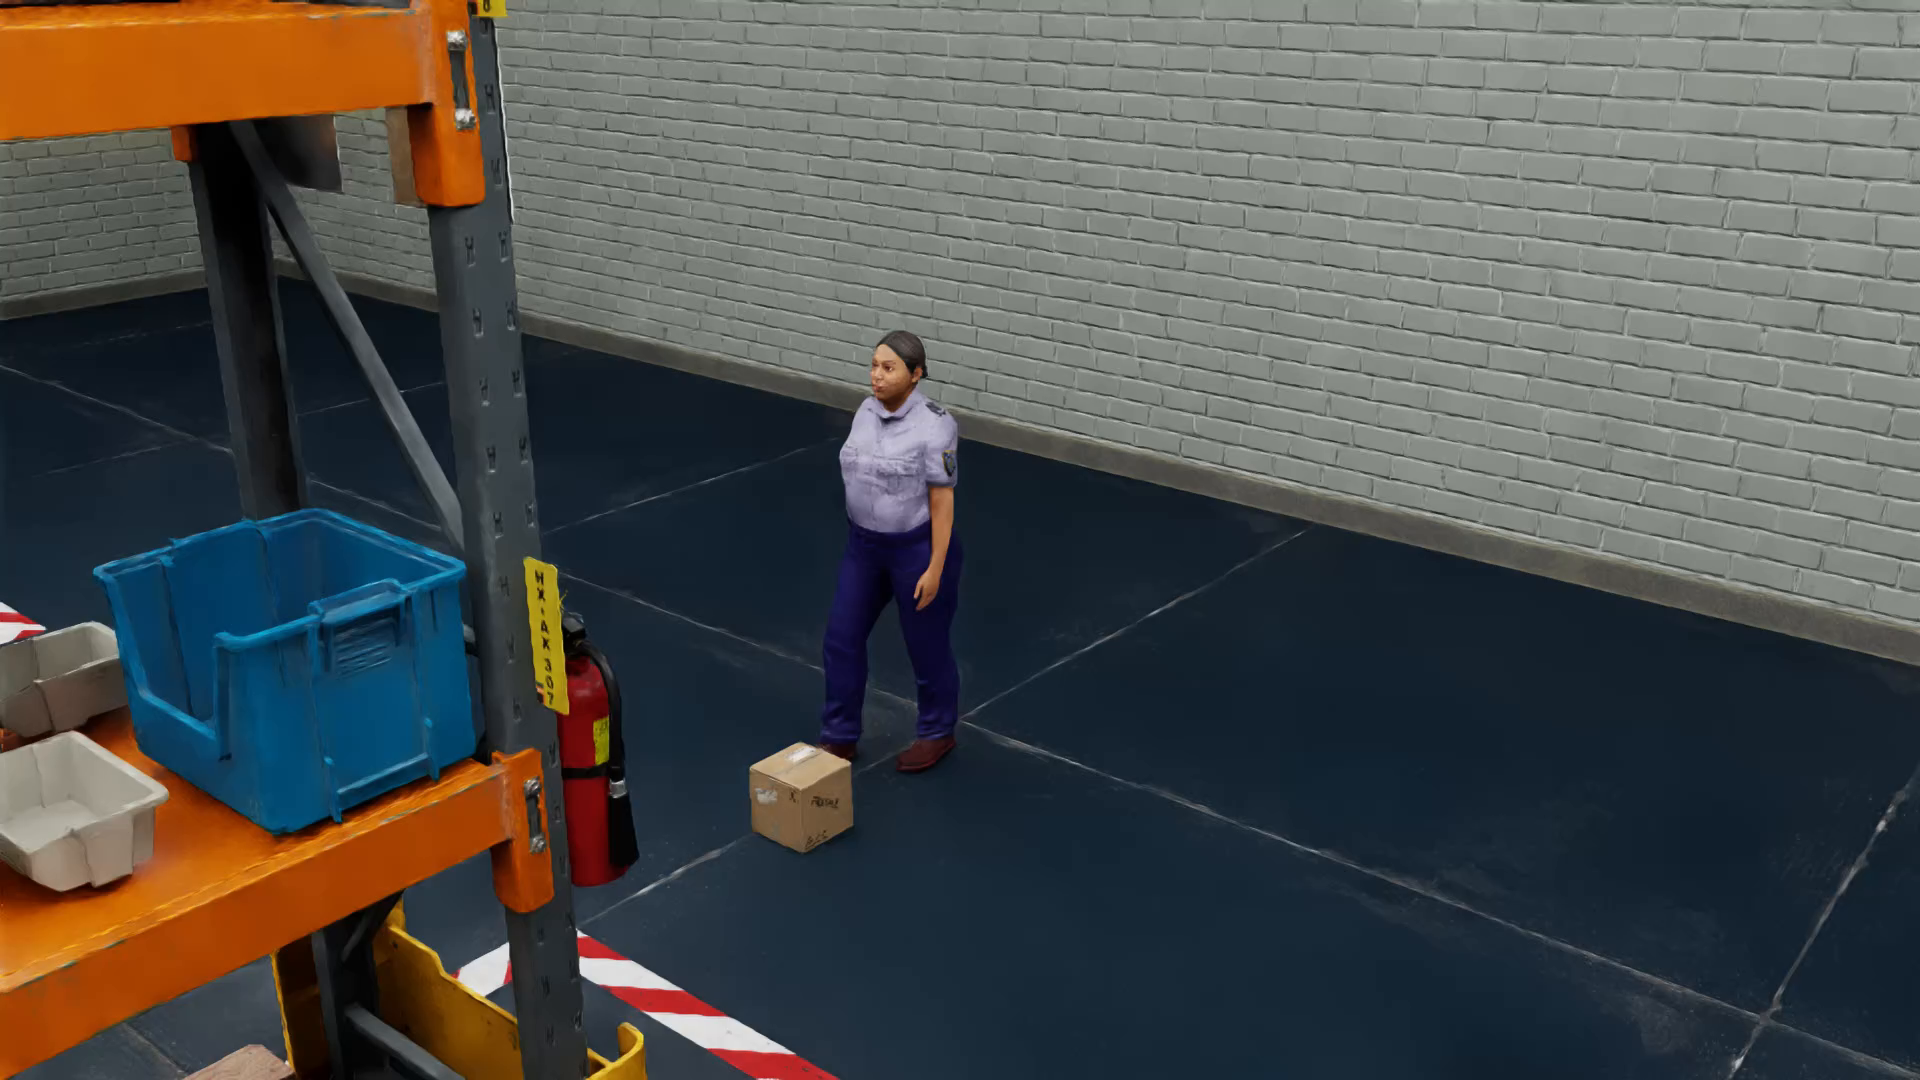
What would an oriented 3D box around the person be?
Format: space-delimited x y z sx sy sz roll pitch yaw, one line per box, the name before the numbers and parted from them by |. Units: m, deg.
person | -0.274 0.075 5.883 0.509 1.641 0.586 15 25 34
